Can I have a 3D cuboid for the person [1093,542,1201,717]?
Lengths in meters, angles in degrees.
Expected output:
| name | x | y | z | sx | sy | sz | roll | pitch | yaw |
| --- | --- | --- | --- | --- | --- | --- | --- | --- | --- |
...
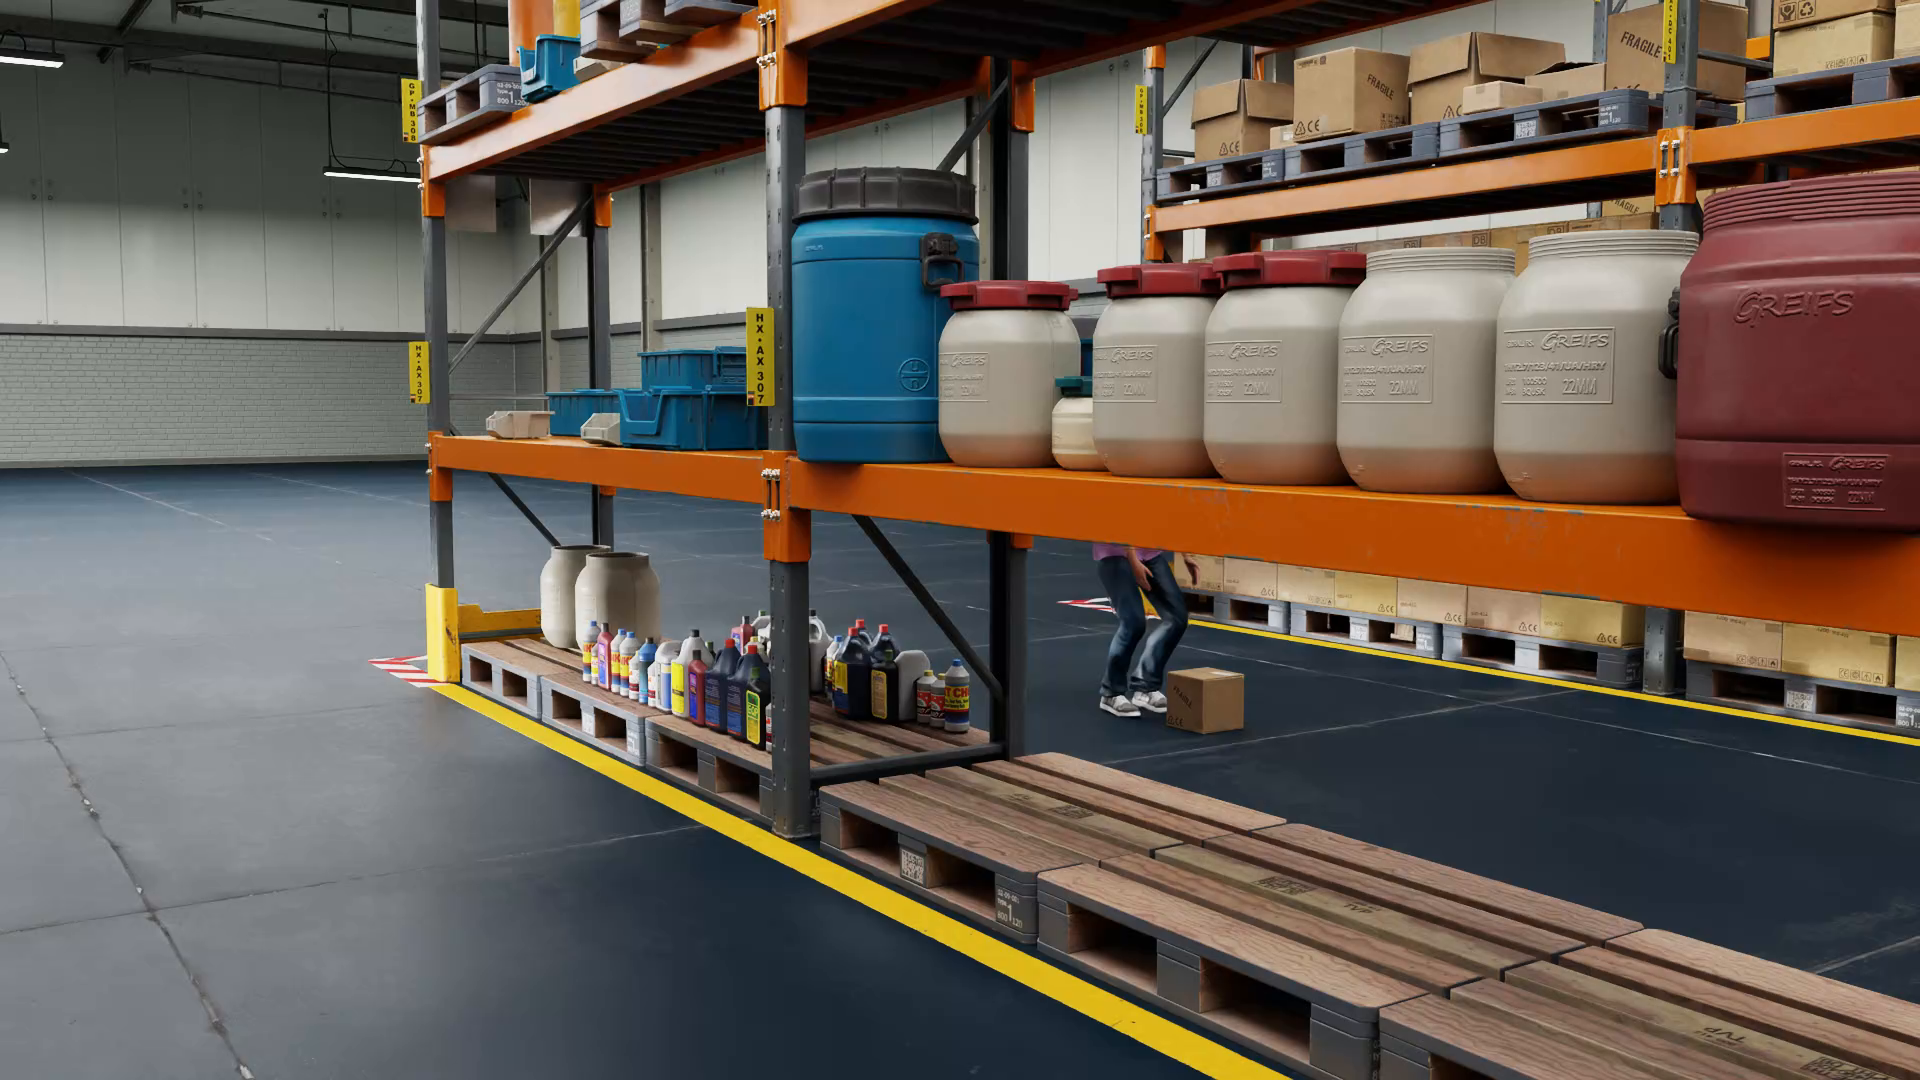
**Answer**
| name | x | y | z | sx | sy | sz | roll | pitch | yaw |
| --- | --- | --- | --- | --- | --- | --- | --- | --- | --- |
| person | 0.893 | 0.103 | 7.940 | 0.451 | 1.464 | 0.518 | -3 | 6 | -33 |
